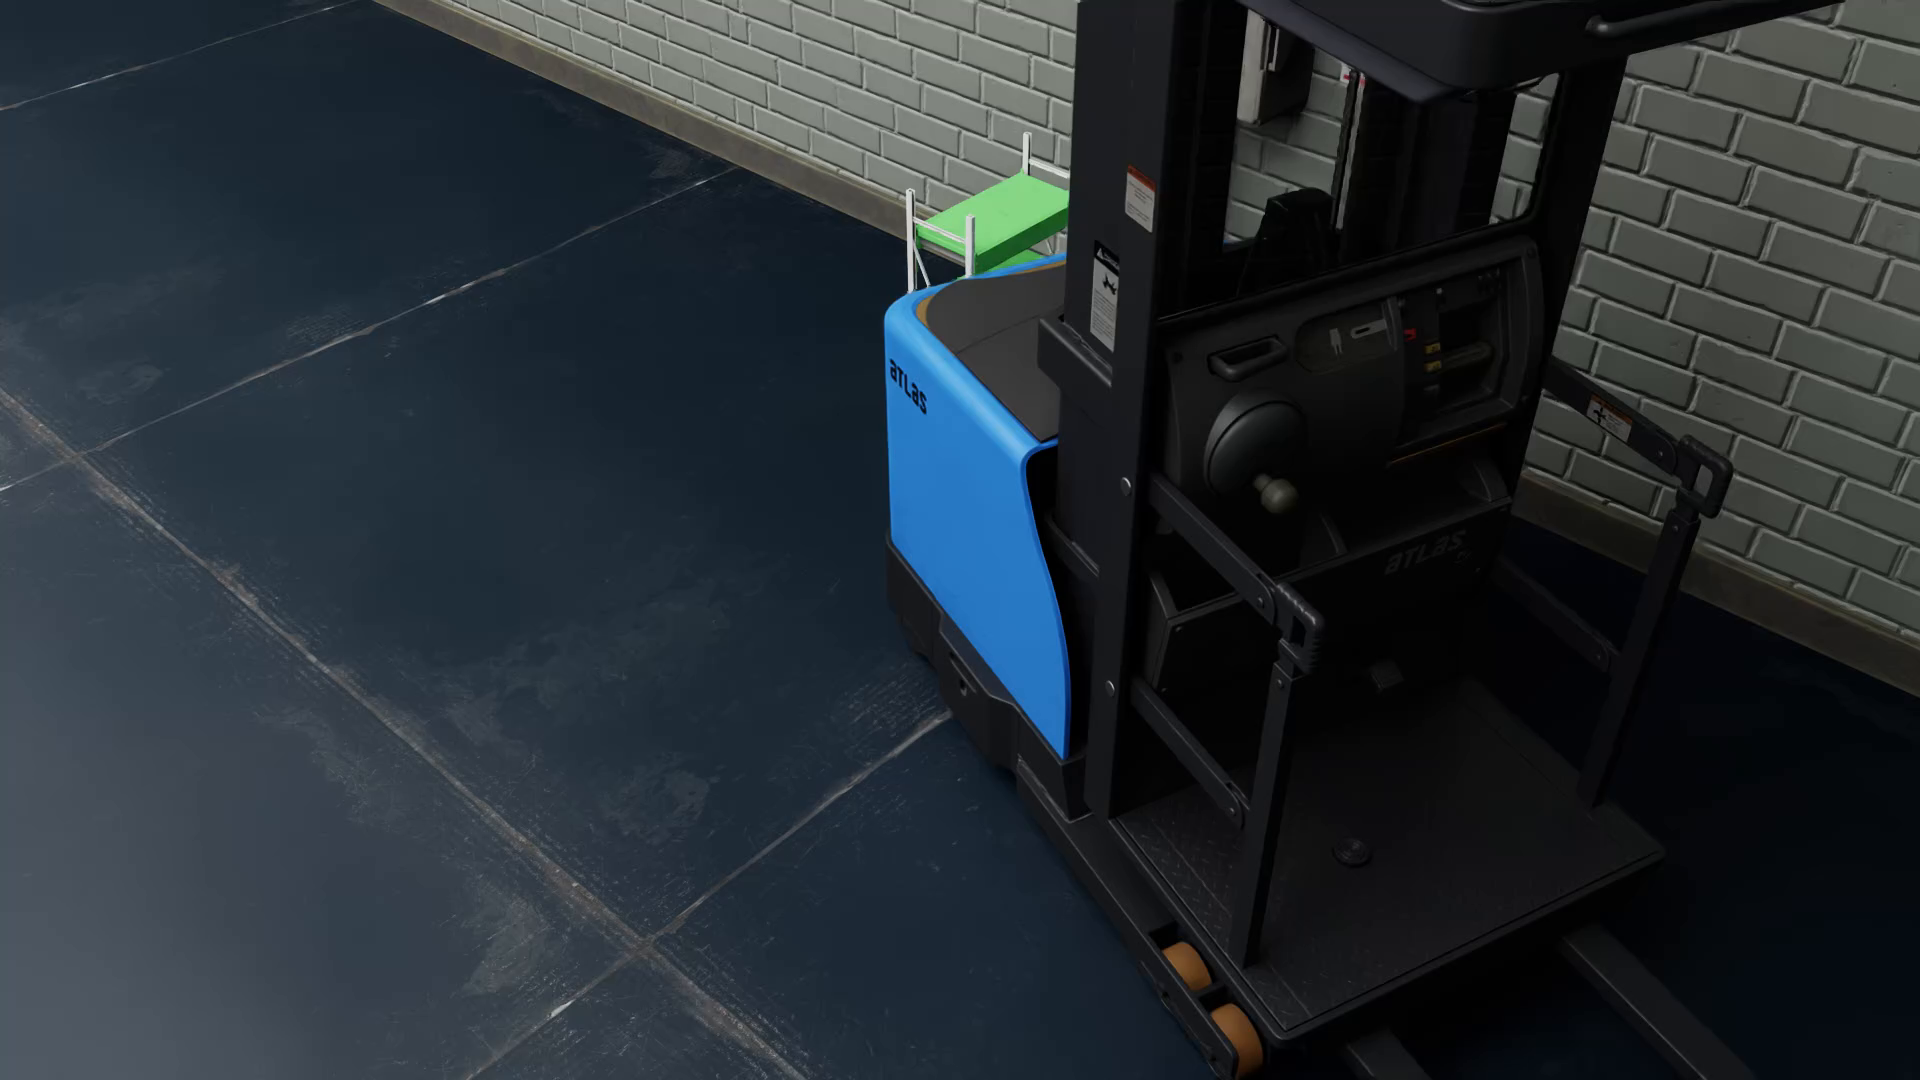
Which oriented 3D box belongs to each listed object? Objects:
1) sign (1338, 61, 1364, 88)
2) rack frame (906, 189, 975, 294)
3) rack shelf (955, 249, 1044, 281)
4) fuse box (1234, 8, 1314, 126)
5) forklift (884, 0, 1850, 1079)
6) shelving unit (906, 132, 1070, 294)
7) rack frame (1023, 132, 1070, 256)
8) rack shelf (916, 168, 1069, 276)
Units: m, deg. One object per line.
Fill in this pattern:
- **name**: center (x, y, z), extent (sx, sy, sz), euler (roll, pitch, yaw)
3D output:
- **sign**: center (1.277, -1.529, 4.839), extent (0.329, 0.494, 0.001), euler (30, 47, 32)
- **rack frame**: center (-0.053, -0.434, 4.831), extent (0.240, 1.200, 0.015), euler (30, 47, 32)
- **rack shelf**: center (0.112, -0.684, 4.863), extent (0.258, 0.148, 0.480), euler (30, 47, 32)
- **fuse box**: center (0.773, -1.174, 5.351), extent (0.539, 1.711, 0.414), euler (30, 47, 32)
- **forklift**: center (0.915, -0.262, 3.224), extent (1.130, 2.935, 3.031), euler (-18, 42, -21)
- **shelving unit**: center (0.112, -0.546, 4.972), extent (0.258, 1.200, 0.503), euler (30, 47, 32)
- **rack frame**: center (0.276, -0.658, 5.113), extent (0.240, 1.200, 0.015), euler (30, 47, 32)
- **rack shelf**: center (0.112, -0.871, 4.713), extent (0.258, 0.148, 0.480), euler (30, 47, 32)
